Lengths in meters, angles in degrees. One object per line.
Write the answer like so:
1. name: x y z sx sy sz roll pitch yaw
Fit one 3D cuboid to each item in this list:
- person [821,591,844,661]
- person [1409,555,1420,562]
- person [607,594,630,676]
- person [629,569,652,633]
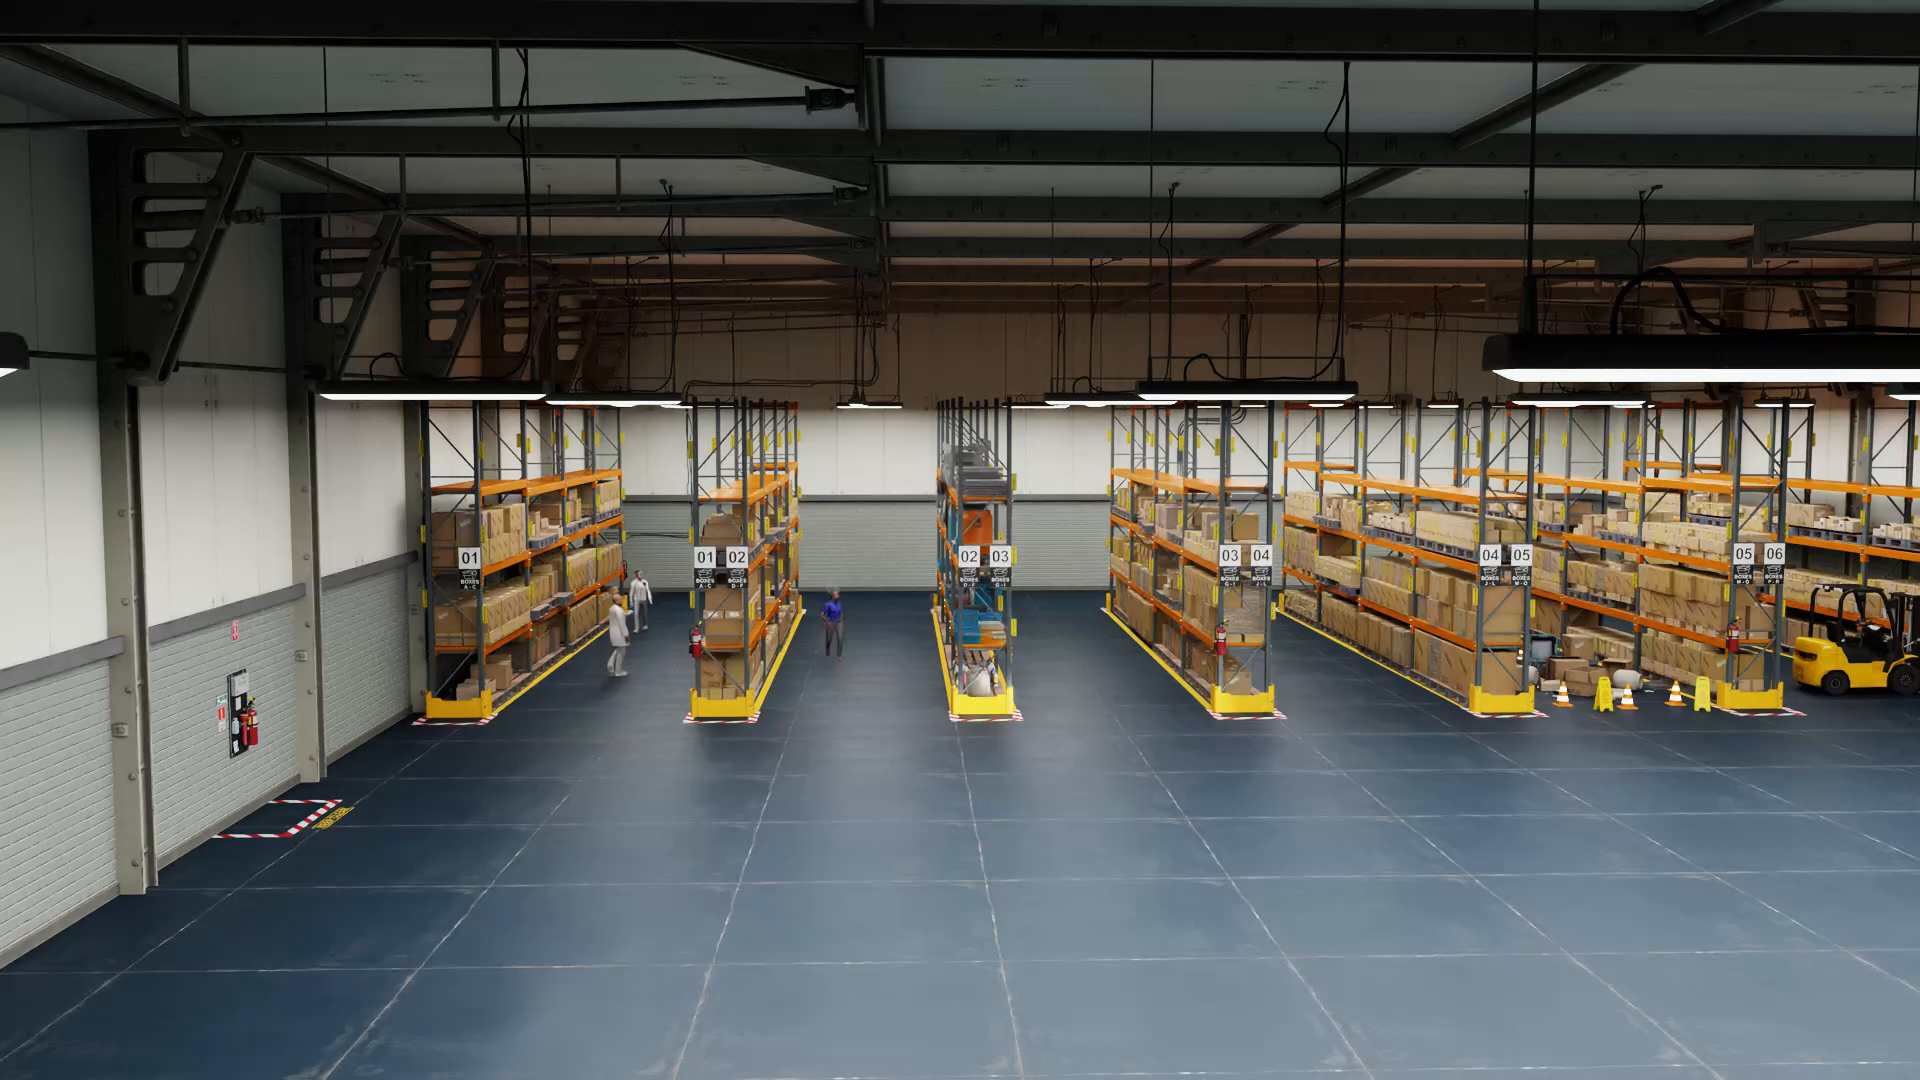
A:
1. person: -2.920 1.962 38.134 0.516 1.582 0.635 0 4 -6
2. person: 13.753 1.018 50.597 0.765 1.600 0.393 -1 5 -17
3. person: -7.368 2.055 35.857 0.582 1.788 0.519 3 5 34
4. person: -8.268 1.574 43.067 0.598 1.624 0.996 0 4 -4
